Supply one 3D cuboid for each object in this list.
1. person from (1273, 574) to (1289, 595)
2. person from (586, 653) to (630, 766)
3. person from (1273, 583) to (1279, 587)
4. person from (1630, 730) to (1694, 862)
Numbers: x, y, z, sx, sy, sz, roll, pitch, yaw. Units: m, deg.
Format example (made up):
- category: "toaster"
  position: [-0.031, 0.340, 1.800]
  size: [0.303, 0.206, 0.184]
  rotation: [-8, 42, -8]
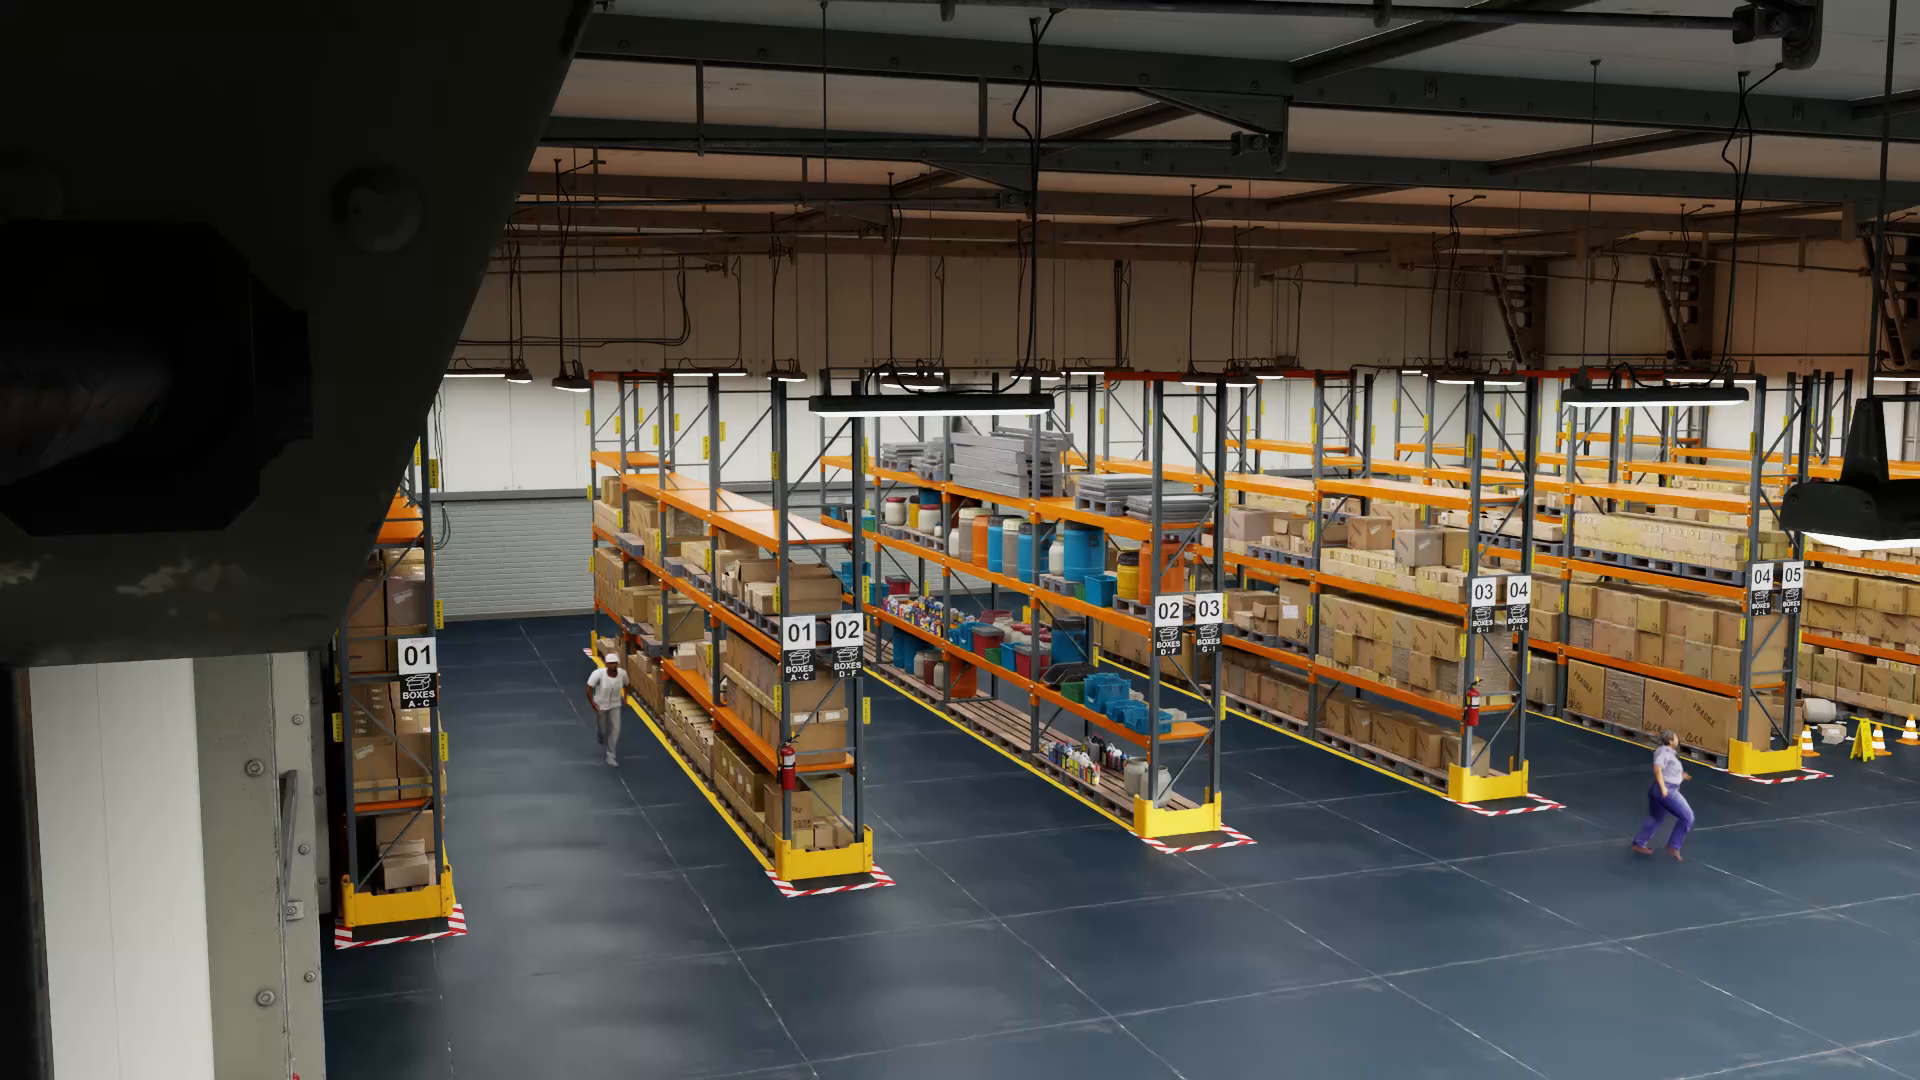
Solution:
- category: "person"
  position: [6.895, 1.565, 35.241]
  size: [0.669, 1.681, 0.751]
  rotation: [-3, 7, -24]
- category: "person"
  position: [-5.494, 2.604, 25.958]
  size: [0.707, 1.746, 0.914]
  rotation: [-3, 7, -25]
- category: "person"
  position: [8.171, 0.788, 42.377]
  size: [0.725, 1.622, 0.594]
  rotation: [-4, 7, -31]
- category: "person"
  position: [8.834, 3.253, 20.890]
  size: [0.715, 1.594, 0.612]
  rotation: [0, 6, 4]
